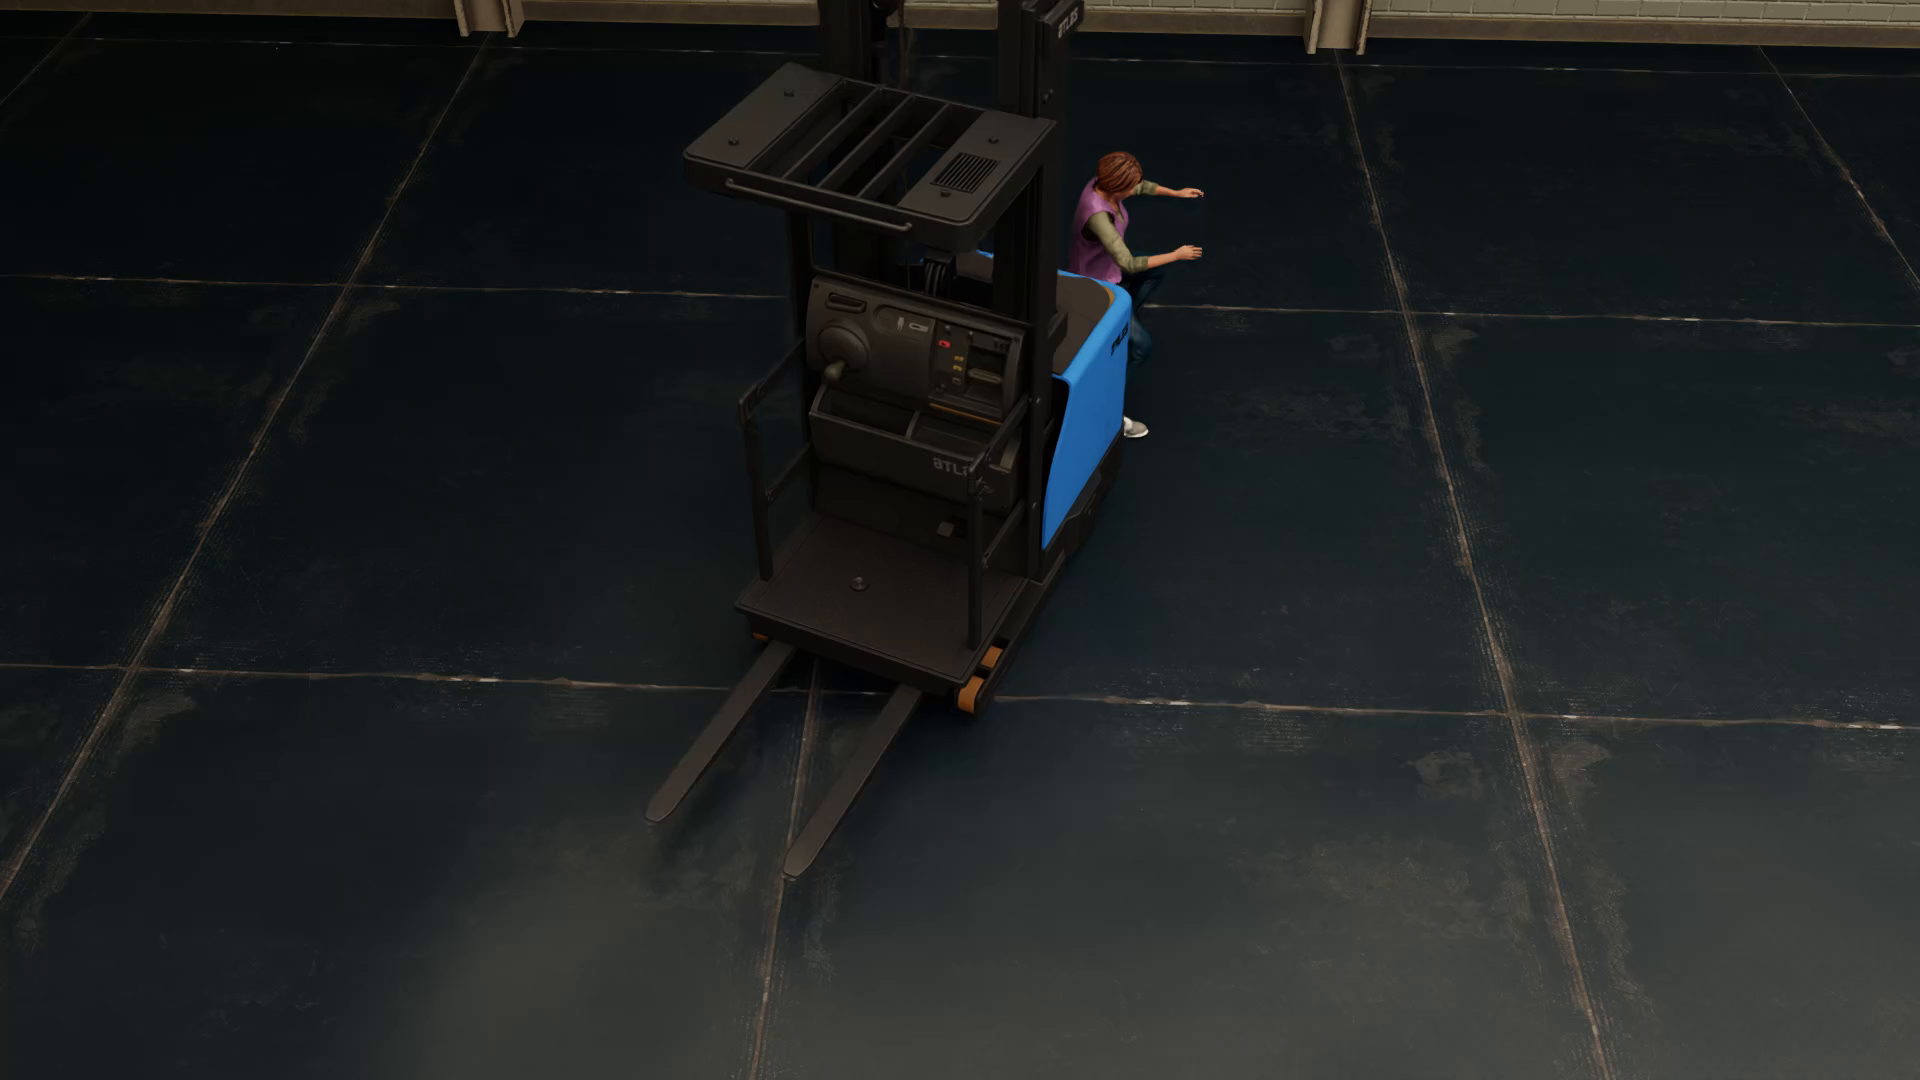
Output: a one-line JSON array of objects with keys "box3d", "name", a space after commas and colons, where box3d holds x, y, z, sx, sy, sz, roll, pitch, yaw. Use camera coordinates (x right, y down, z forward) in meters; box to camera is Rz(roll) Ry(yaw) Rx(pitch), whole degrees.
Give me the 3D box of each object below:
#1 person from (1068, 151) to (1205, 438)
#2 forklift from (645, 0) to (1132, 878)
[{"box3d": [0.869, -1.318, 8.338, 0.669, 1.378, 0.854, 9, 43, 10], "name": "person"}, {"box3d": [-0.278, -0.679, 6.486, 1.130, 2.935, 3.031, 17, 45, 18], "name": "forklift"}]
